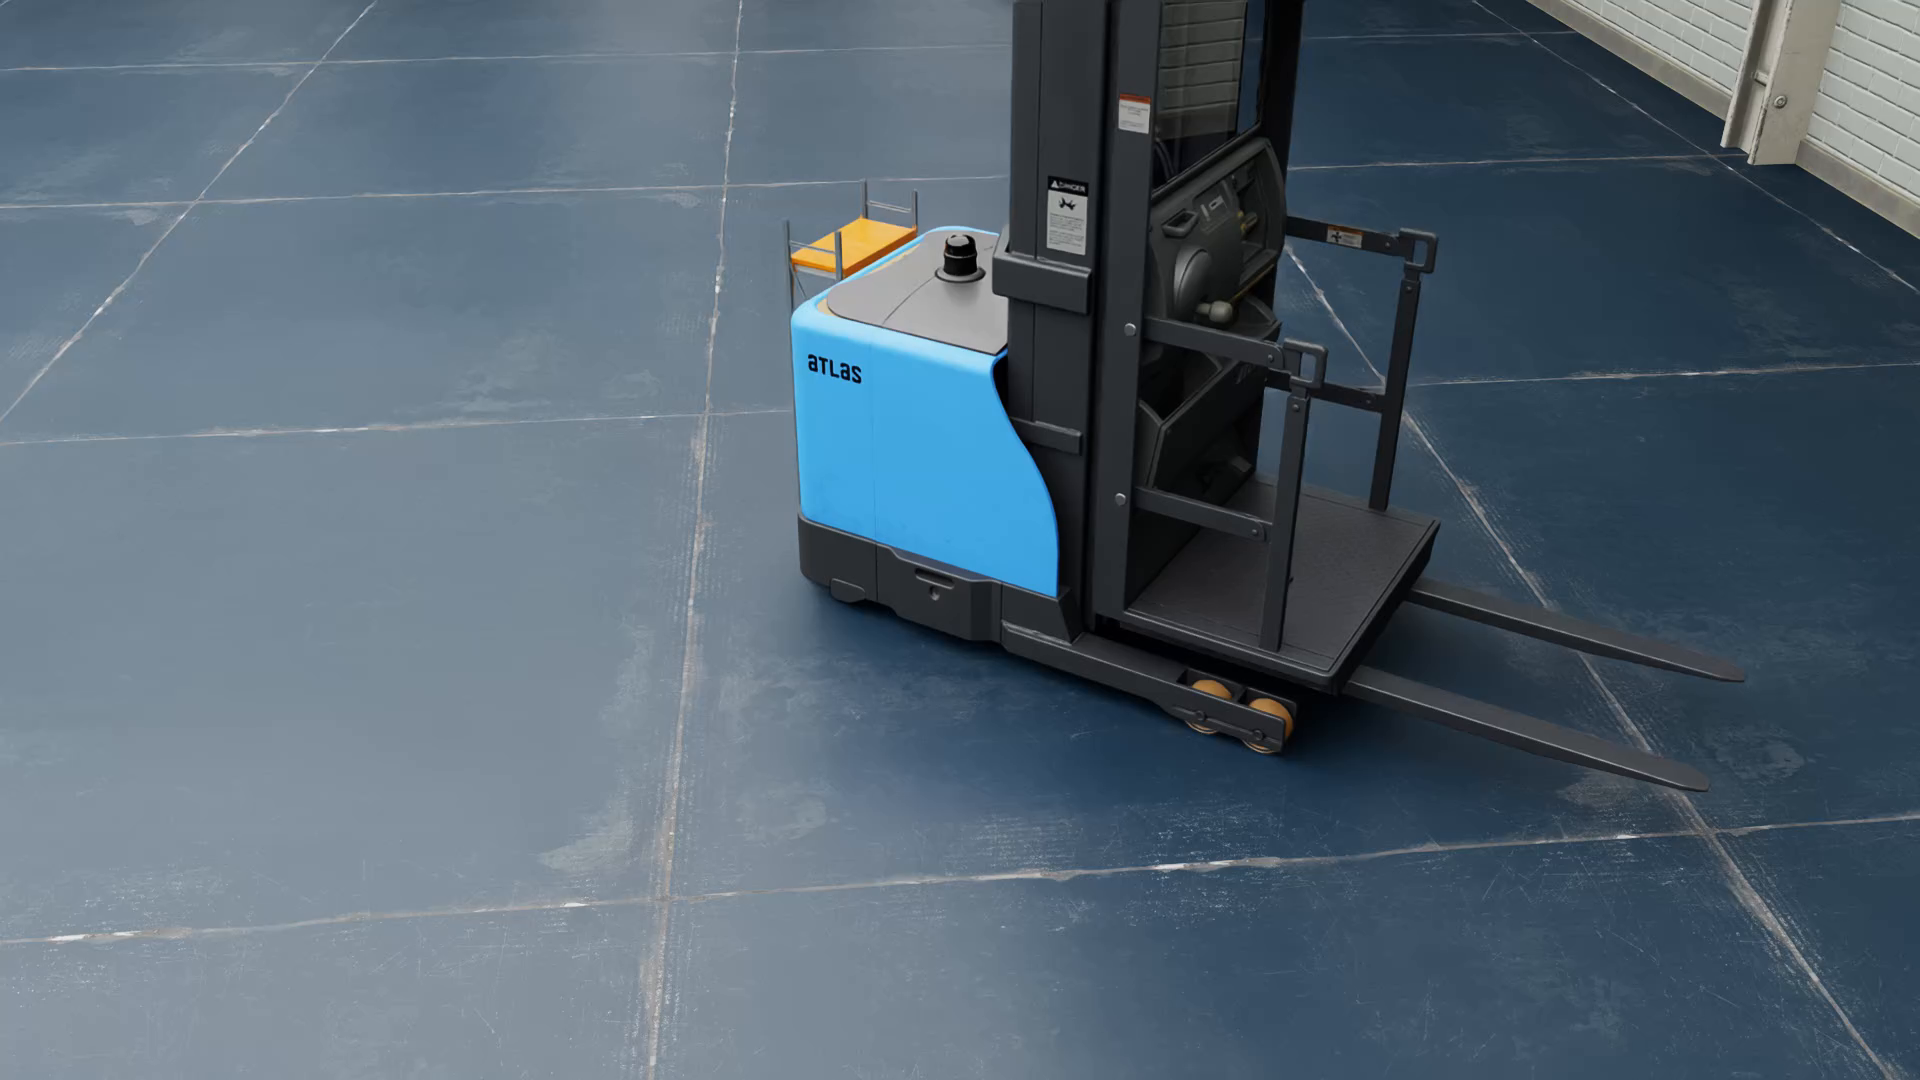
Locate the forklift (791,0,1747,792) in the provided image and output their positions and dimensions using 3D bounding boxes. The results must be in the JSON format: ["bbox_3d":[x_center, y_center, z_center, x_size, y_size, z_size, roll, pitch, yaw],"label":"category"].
[{"bbox_3d":[0.959,-0.911,4.917,3.031,2.935,1.130,17,35,26],"label":"forklift"}]

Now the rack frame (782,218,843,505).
[{"bbox_3d":[-0.511,-0.569,6.032,0.240,1.200,0.015,17,35,26],"label":"rack frame"}]

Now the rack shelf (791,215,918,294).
[{"bbox_3d":[-0.386,-1.014,6.010,0.258,0.148,0.480,17,35,26],"label":"rack shelf"}]

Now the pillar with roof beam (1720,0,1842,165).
[{"bbox_3d":[0.630,-6.032,7.574,9.100,9.000,0.400,-3,31,-5],"label":"pillar with roof beam"}]

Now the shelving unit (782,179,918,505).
[{"bbox_3d":[-0.386,-0.676,6.212,0.258,1.200,0.503,17,35,26],"label":"shelving unit"}]

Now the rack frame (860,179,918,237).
[{"bbox_3d":[-0.261,-0.784,6.392,0.240,1.200,0.015,17,35,26],"label":"rack frame"}]
